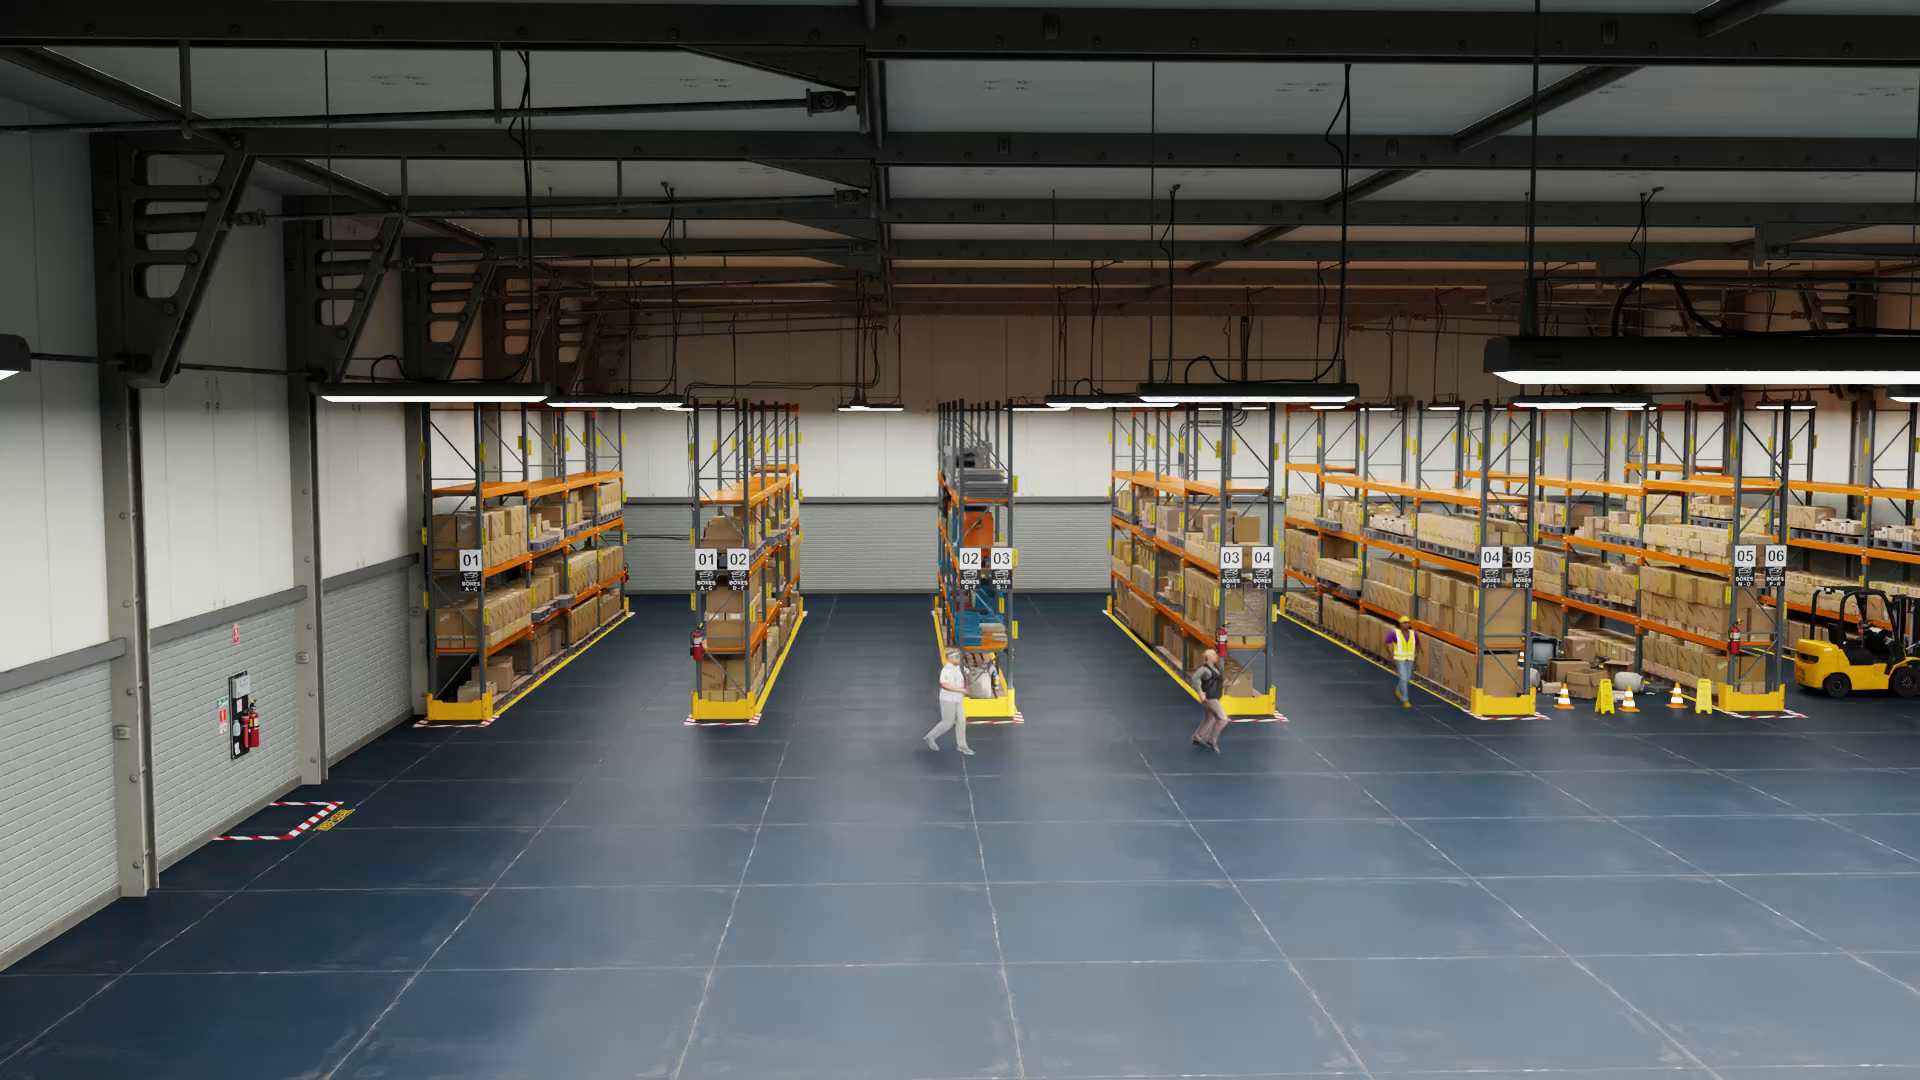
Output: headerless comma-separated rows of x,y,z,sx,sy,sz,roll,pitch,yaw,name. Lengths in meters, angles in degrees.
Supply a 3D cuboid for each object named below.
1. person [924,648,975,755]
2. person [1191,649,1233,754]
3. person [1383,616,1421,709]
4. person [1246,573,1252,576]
-0.167,2.711,28.030,0.867,1.806,0.686,2,5,22,person
4.262,2.731,28.167,0.729,1.756,0.627,2,5,25,person
8.714,2.368,32.674,0.706,1.772,0.886,-1,4,-8,person
8.093,1.404,45.582,0.654,1.731,0.578,0,4,-5,person
